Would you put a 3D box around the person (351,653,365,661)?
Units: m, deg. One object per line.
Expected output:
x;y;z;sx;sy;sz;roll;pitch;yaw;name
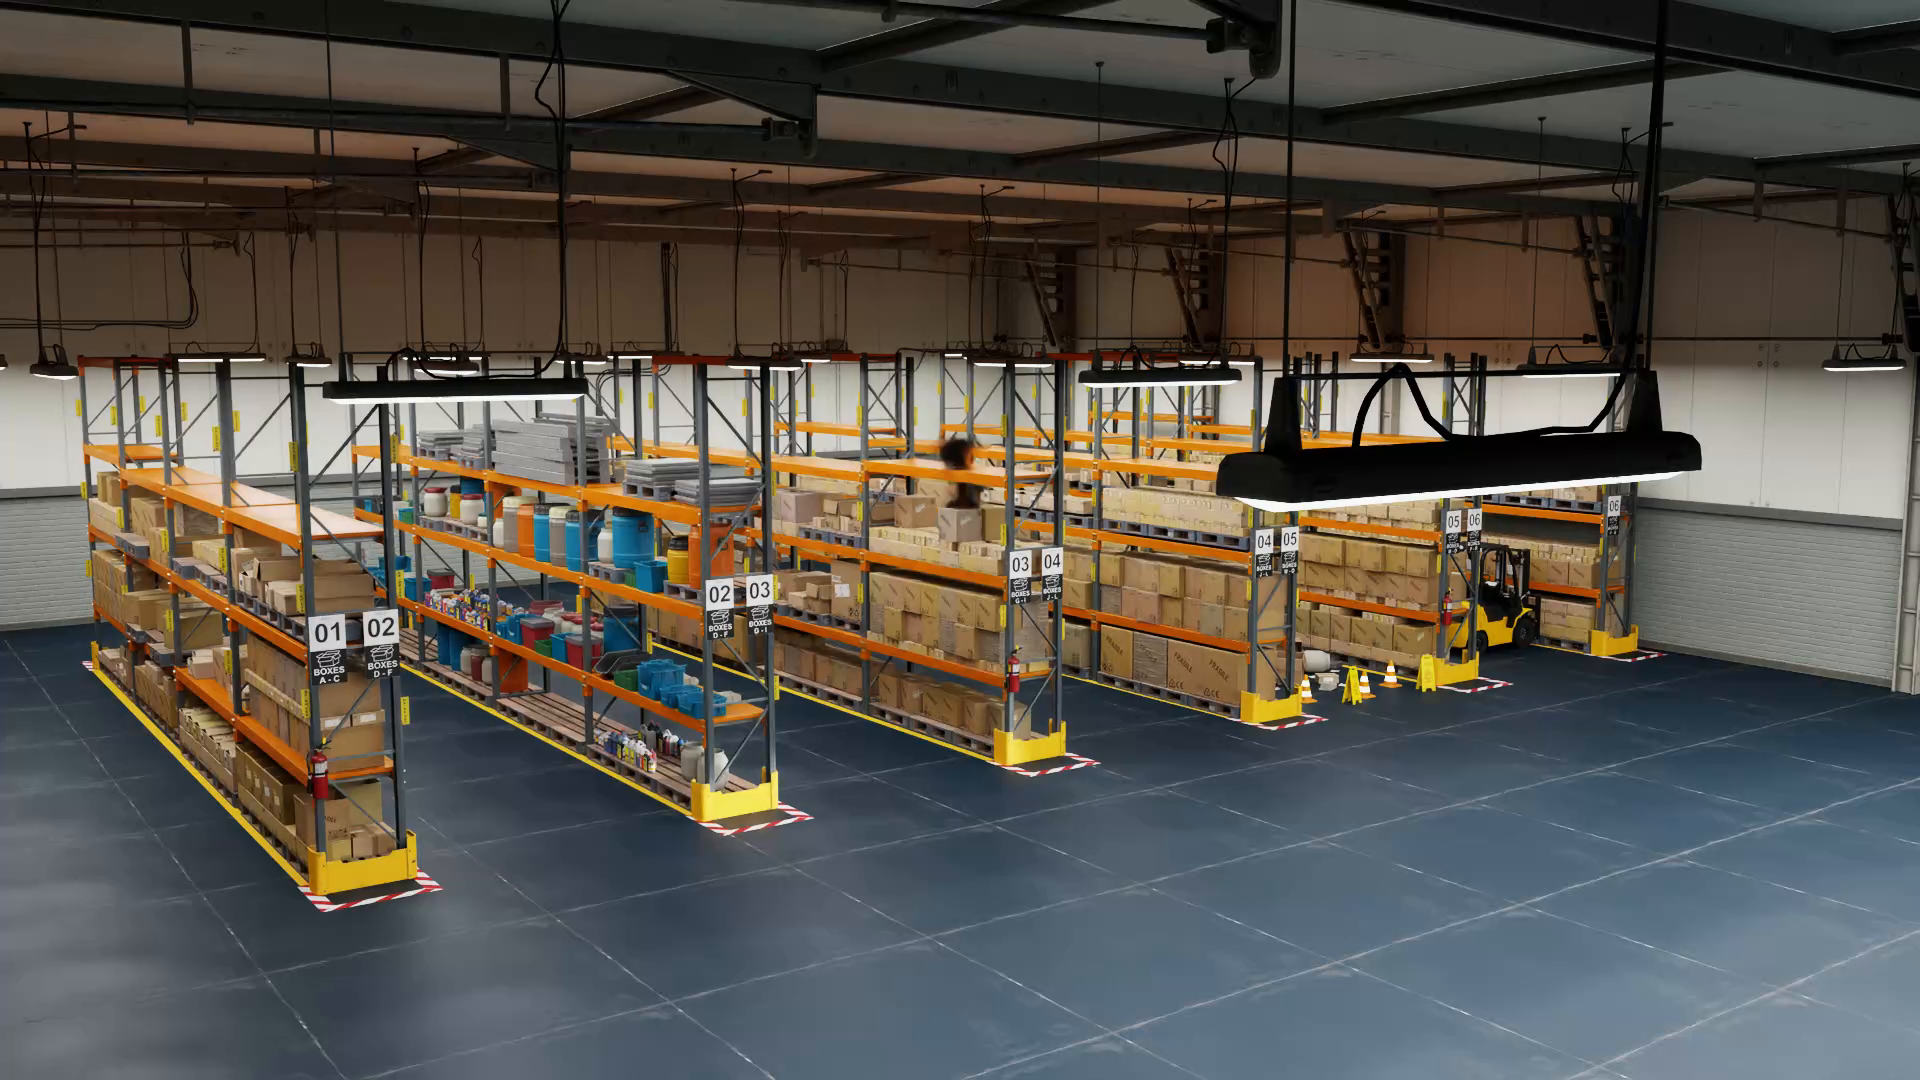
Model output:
-9.529;2.320;26.180;0.693;1.706;0.643;5;9;37;person

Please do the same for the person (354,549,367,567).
-13.398;1.002;37.098;0.930;1.629;0.609;-1;7;-4;person
